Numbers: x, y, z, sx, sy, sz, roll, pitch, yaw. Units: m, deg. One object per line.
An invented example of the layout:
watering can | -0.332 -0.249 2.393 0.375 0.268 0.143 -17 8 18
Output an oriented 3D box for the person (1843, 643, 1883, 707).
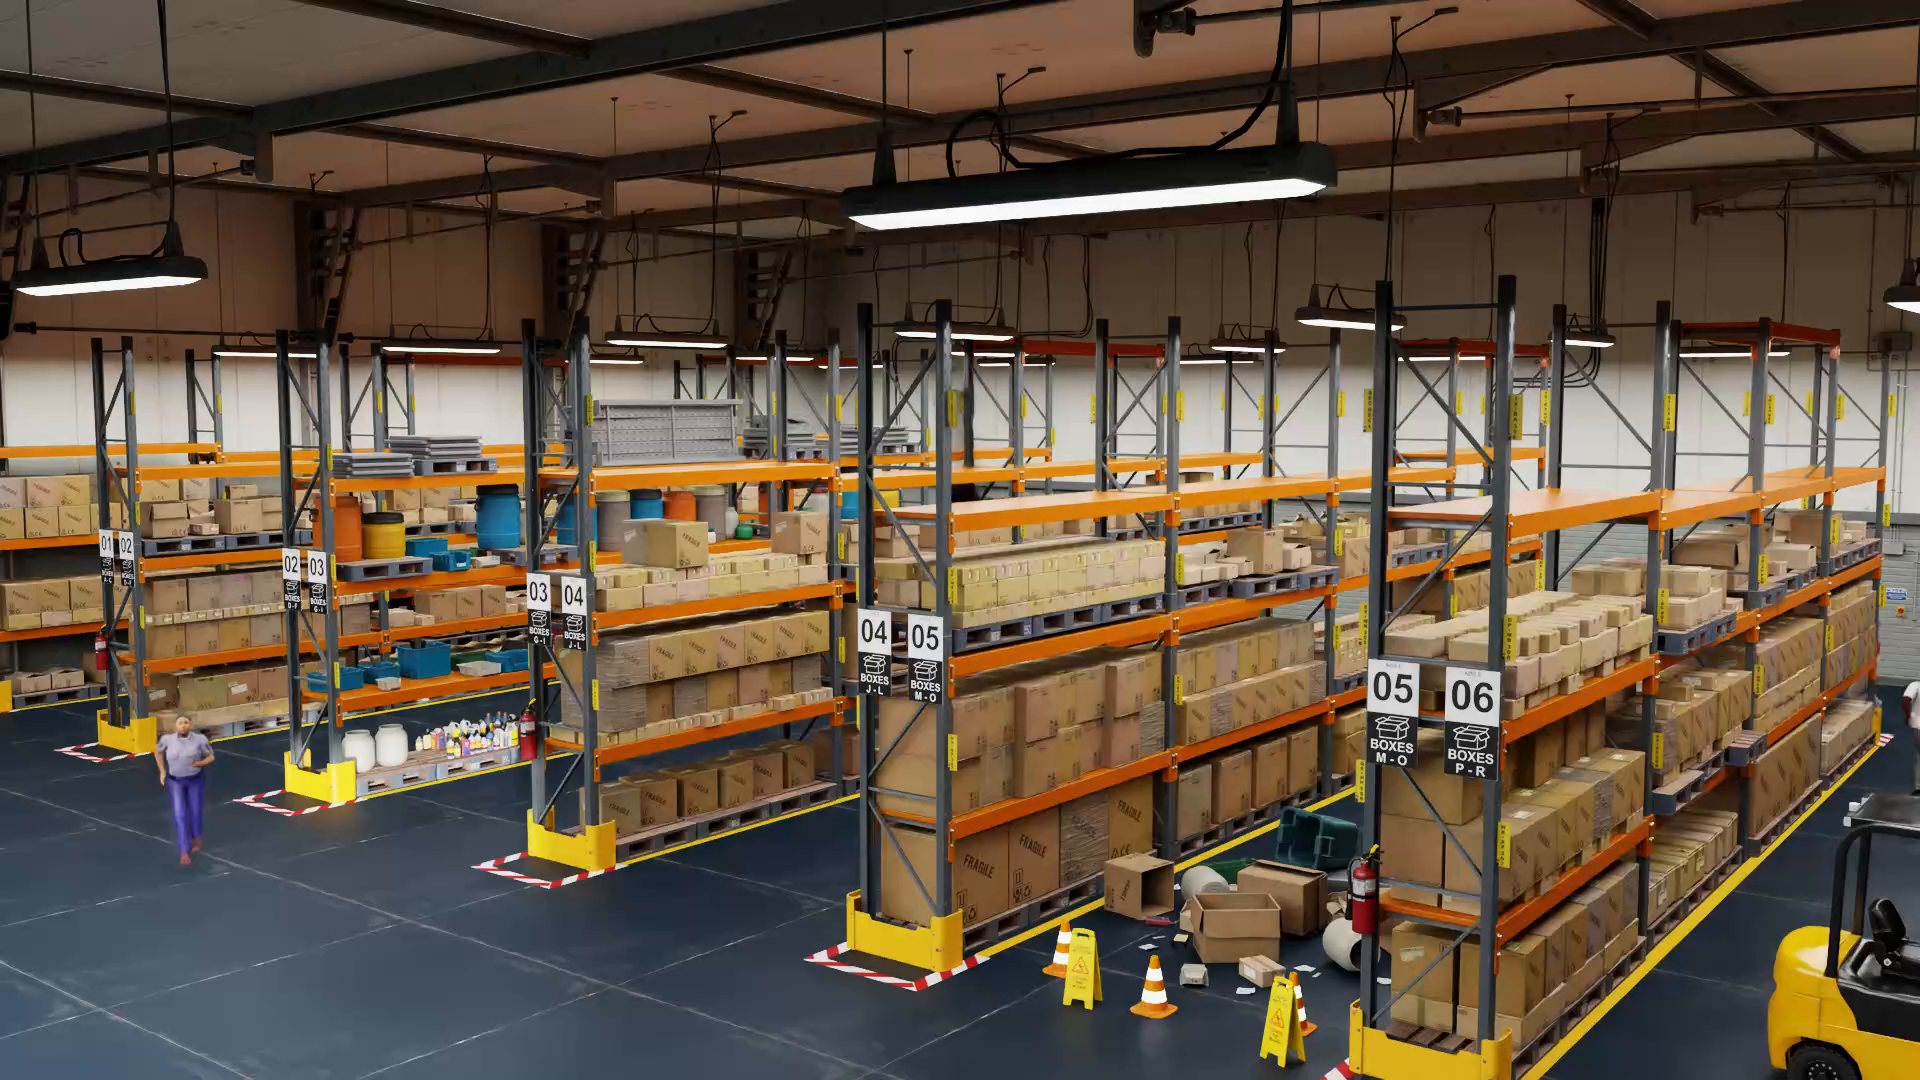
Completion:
person | 14.137 2.069 26.048 0.598 1.685 0.664 3 6 29

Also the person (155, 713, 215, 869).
person | -8.612 2.735 18.499 0.610 1.672 0.821 -2 5 -24

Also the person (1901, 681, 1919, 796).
person | 12.394 2.445 21.239 0.665 1.822 0.812 3 6 31
